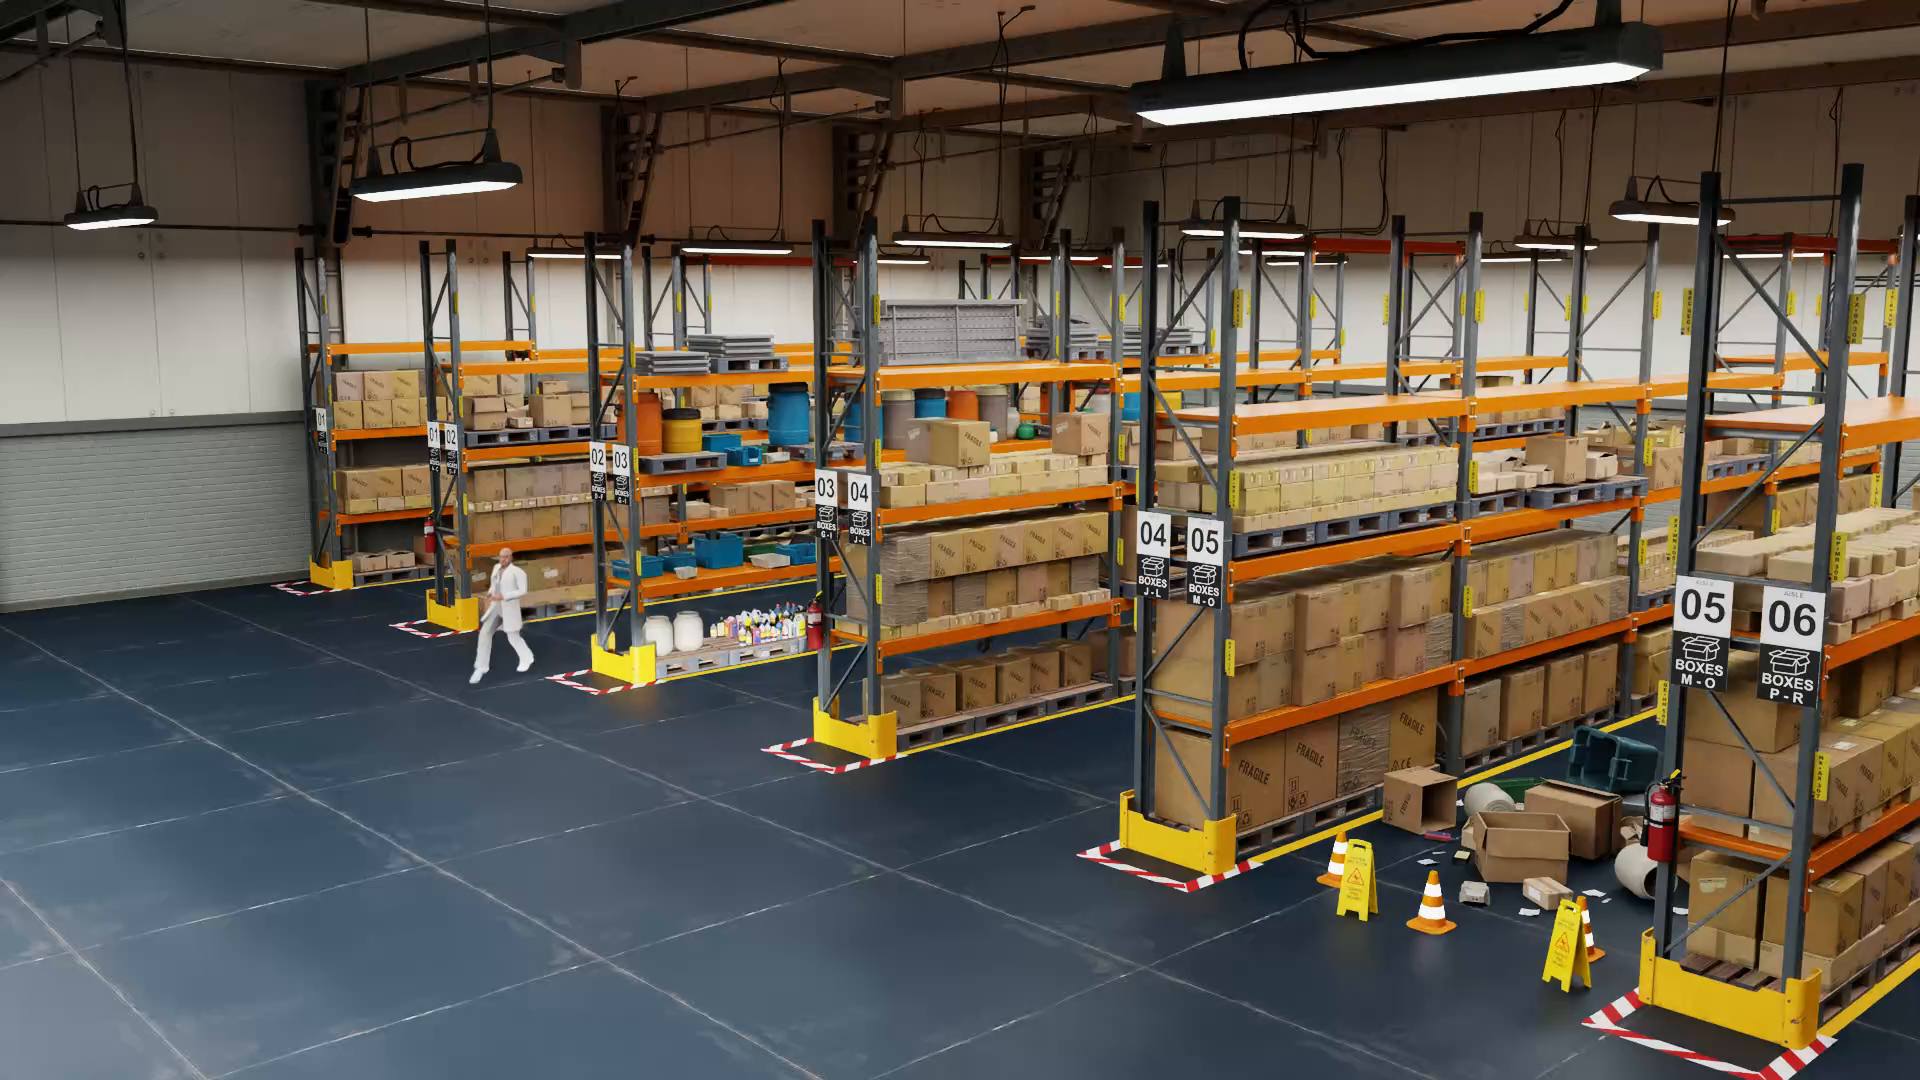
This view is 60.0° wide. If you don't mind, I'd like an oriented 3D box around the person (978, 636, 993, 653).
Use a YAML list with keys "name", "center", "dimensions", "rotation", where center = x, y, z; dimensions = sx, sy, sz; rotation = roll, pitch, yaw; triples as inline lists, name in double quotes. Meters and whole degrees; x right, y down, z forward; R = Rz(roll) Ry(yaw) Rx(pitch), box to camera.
- name: "person"
  center: [0.249, 0.675, 23.121]
  dimensions: [0.633, 1.781, 0.691]
  rotation: [7, 11, 40]

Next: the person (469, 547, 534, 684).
- name: "person"
  center: [-6.154, 0.995, 22.542]
  dimensions: [0.706, 1.807, 1.000]
  rotation: [3, 9, 22]
